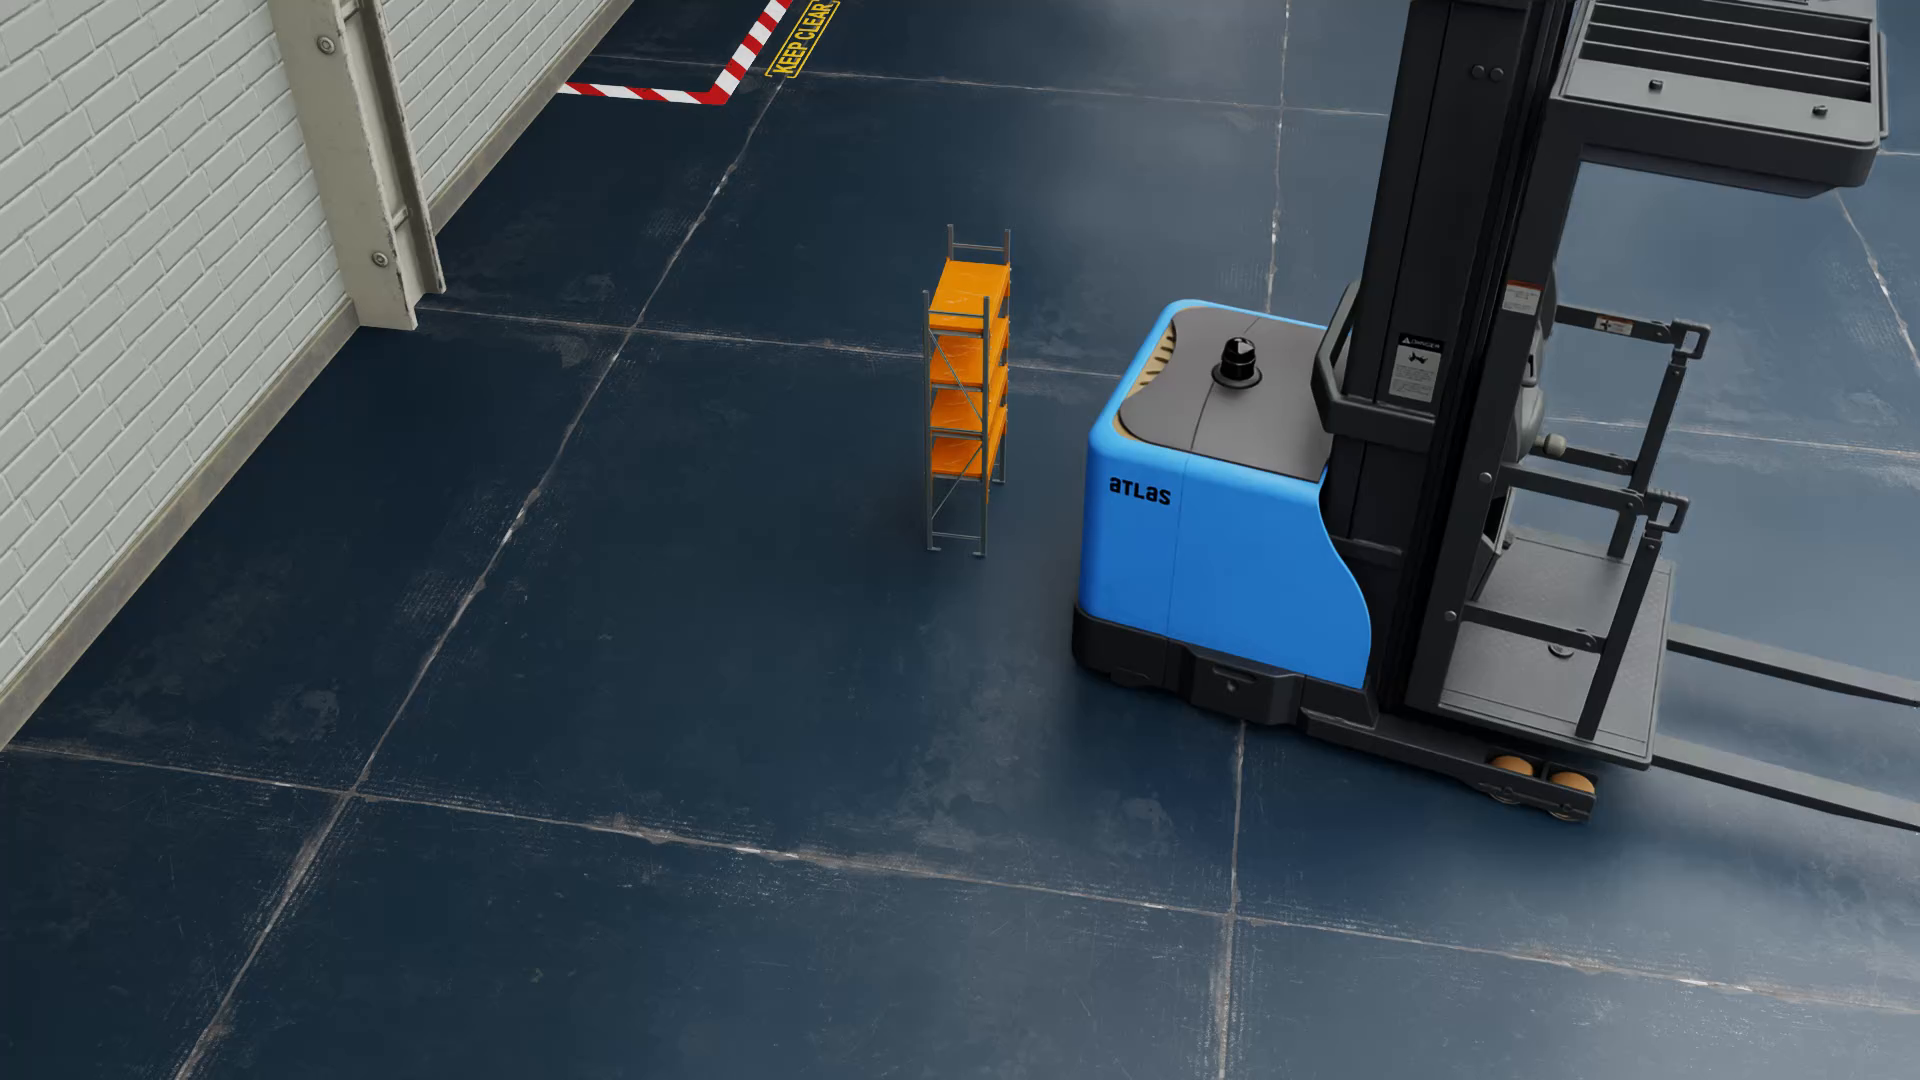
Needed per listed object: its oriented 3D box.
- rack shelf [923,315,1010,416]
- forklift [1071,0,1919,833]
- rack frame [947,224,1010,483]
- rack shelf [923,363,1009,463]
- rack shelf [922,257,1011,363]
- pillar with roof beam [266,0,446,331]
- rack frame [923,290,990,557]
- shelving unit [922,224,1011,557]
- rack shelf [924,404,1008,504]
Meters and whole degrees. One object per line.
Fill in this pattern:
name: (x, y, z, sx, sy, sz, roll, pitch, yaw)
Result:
rack shelf: (0.029, -0.687, 6.394, 0.258, 0.148, 0.480, 6, 40, 8)
forklift: (1.978, -0.571, 5.140, 3.031, 2.935, 1.130, 15, 42, 17)
rack frame: (0.071, -0.719, 6.679, 0.240, 1.200, 0.015, 6, 40, 8)
rack shelf: (0.029, -0.514, 6.536, 0.258, 0.148, 0.480, 6, 40, 8)
rack shelf: (0.029, -0.869, 6.243, 0.258, 0.148, 0.480, 6, 40, 8)
pillar with roof beam: (1.504, -4.138, 4.693, 9.100, 9.000, 0.400, 6, 40, 8)
rack frame: (-0.014, -0.413, 6.308, 0.240, 1.200, 0.015, 6, 40, 8)
shelving unit: (0.029, -0.566, 6.493, 0.258, 1.200, 0.503, 6, 40, 8)
rack shelf: (0.029, -0.361, 6.663, 0.258, 0.148, 0.480, 6, 40, 8)
